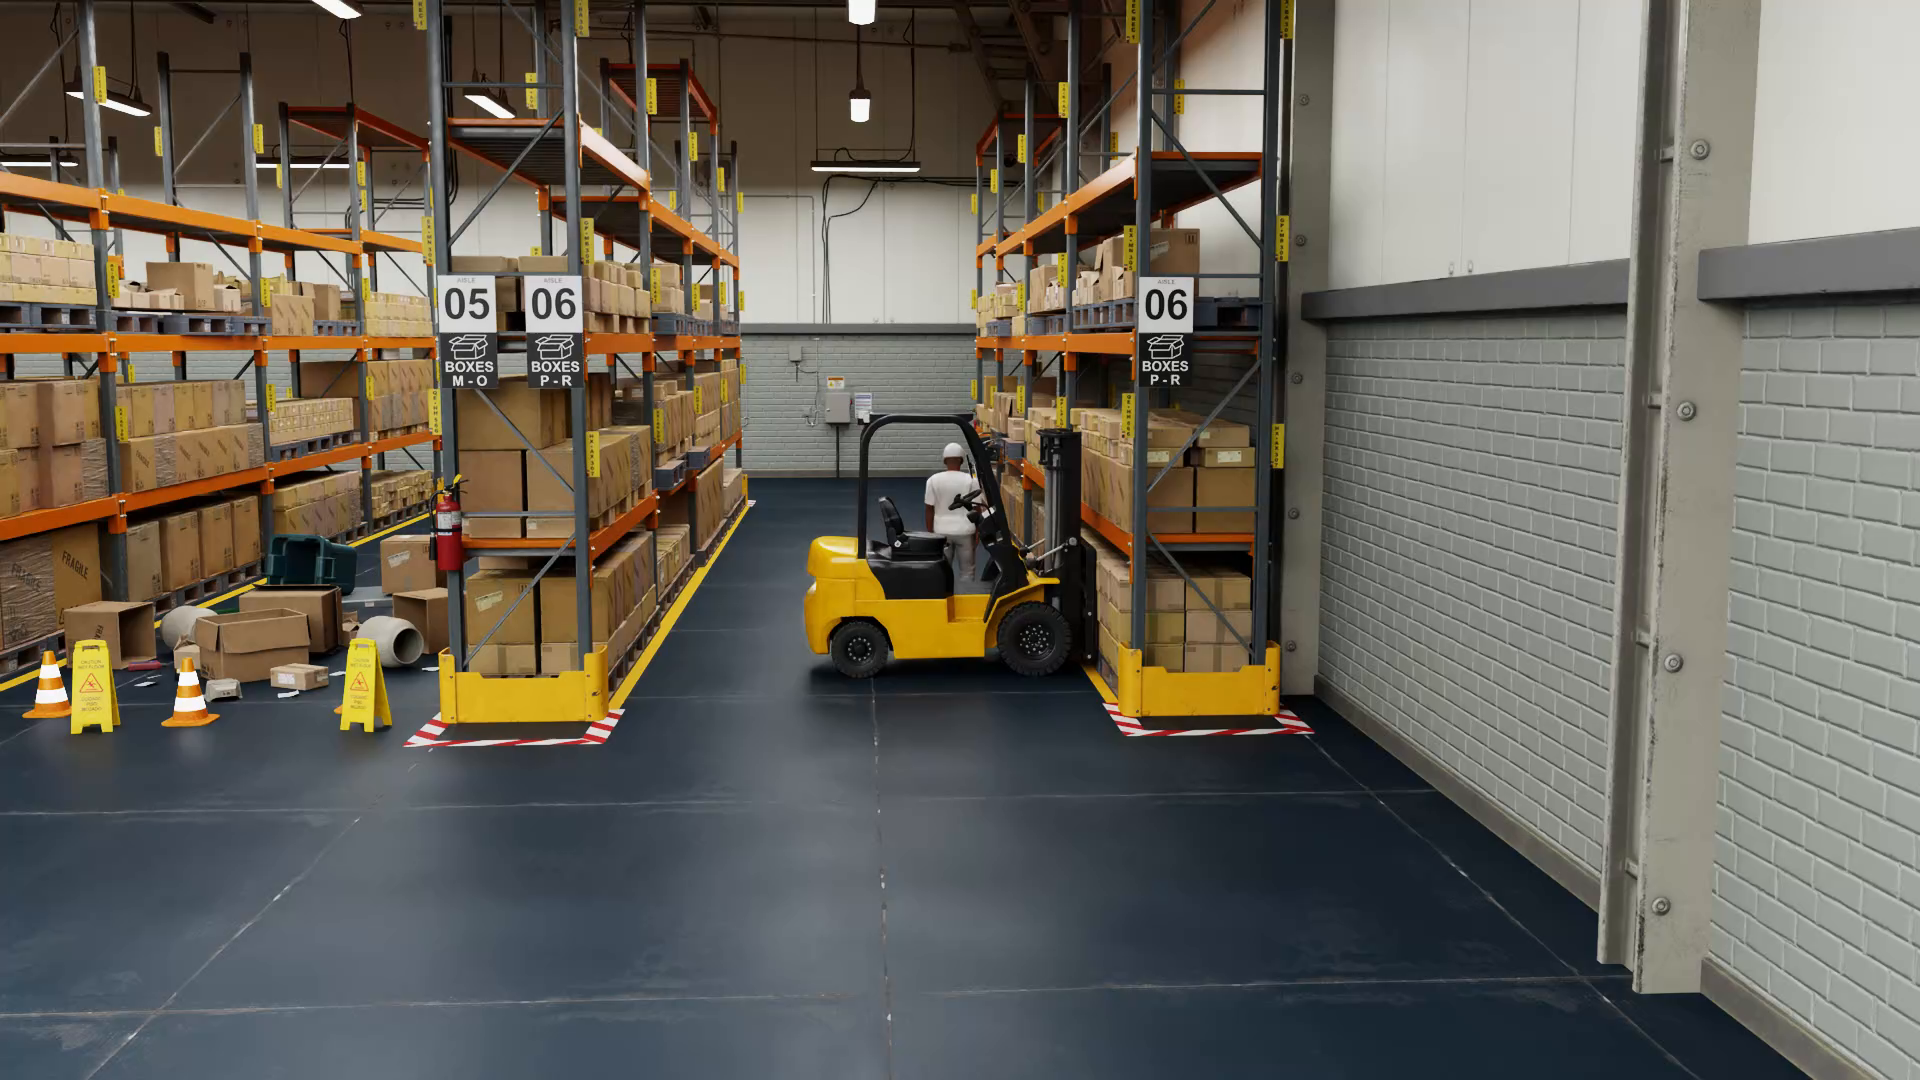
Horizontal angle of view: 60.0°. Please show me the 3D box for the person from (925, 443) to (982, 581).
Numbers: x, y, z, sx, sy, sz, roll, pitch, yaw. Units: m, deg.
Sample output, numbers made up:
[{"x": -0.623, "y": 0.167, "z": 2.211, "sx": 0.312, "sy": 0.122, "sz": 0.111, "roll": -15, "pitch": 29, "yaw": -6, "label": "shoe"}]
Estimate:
[{"x": -0.059, "y": -0.058, "z": 16.137, "sx": 0.565, "sy": 1.763, "sz": 0.355, "roll": 1, "pitch": 7, "yaw": 11, "label": "person"}]
